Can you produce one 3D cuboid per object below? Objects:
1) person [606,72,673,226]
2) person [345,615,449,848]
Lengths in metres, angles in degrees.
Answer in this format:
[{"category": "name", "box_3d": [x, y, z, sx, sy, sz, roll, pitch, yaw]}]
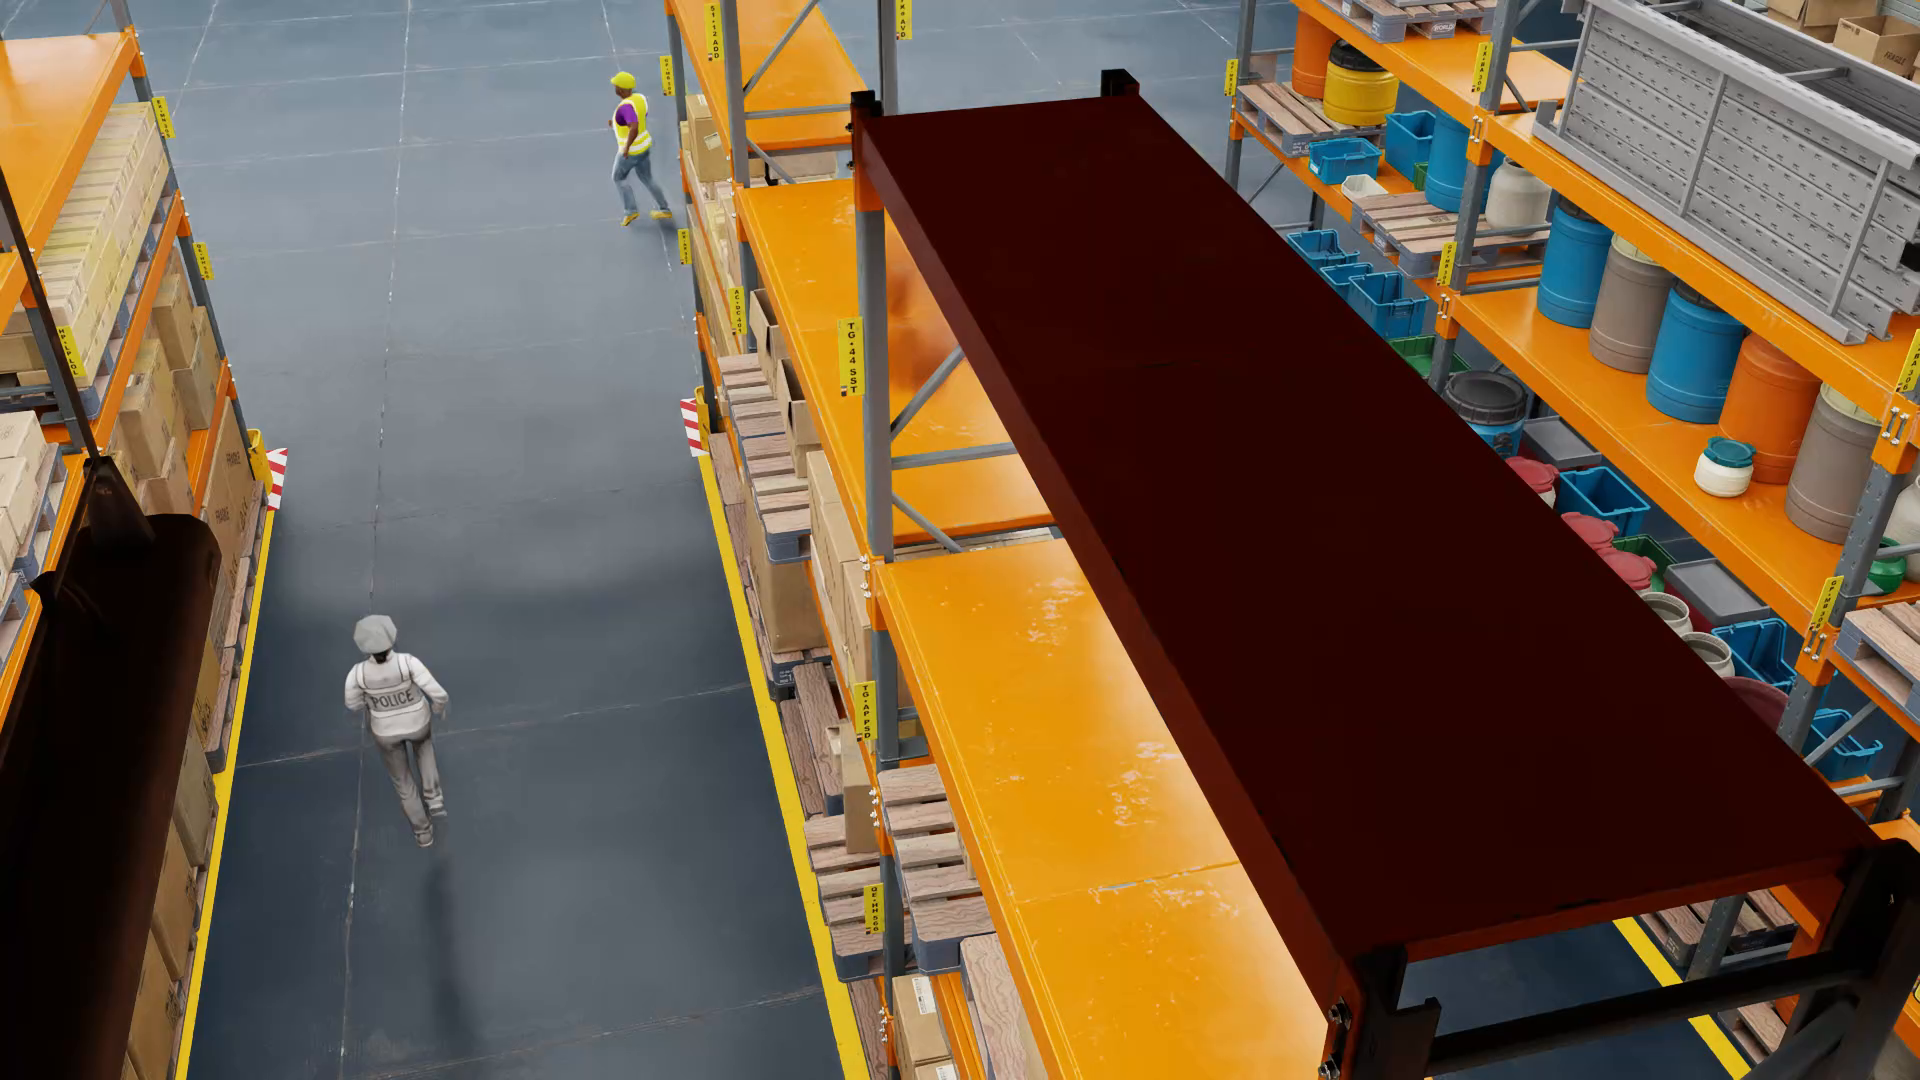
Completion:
[{"category": "person", "box_3d": [-3.738, -4.440, 19.047, 0.751, 1.840, 0.716, 12, 36, 17]}, {"category": "person", "box_3d": [-3.499, 1.142, 10.437, 0.593, 1.702, 0.620, -14, 37, -19]}]
